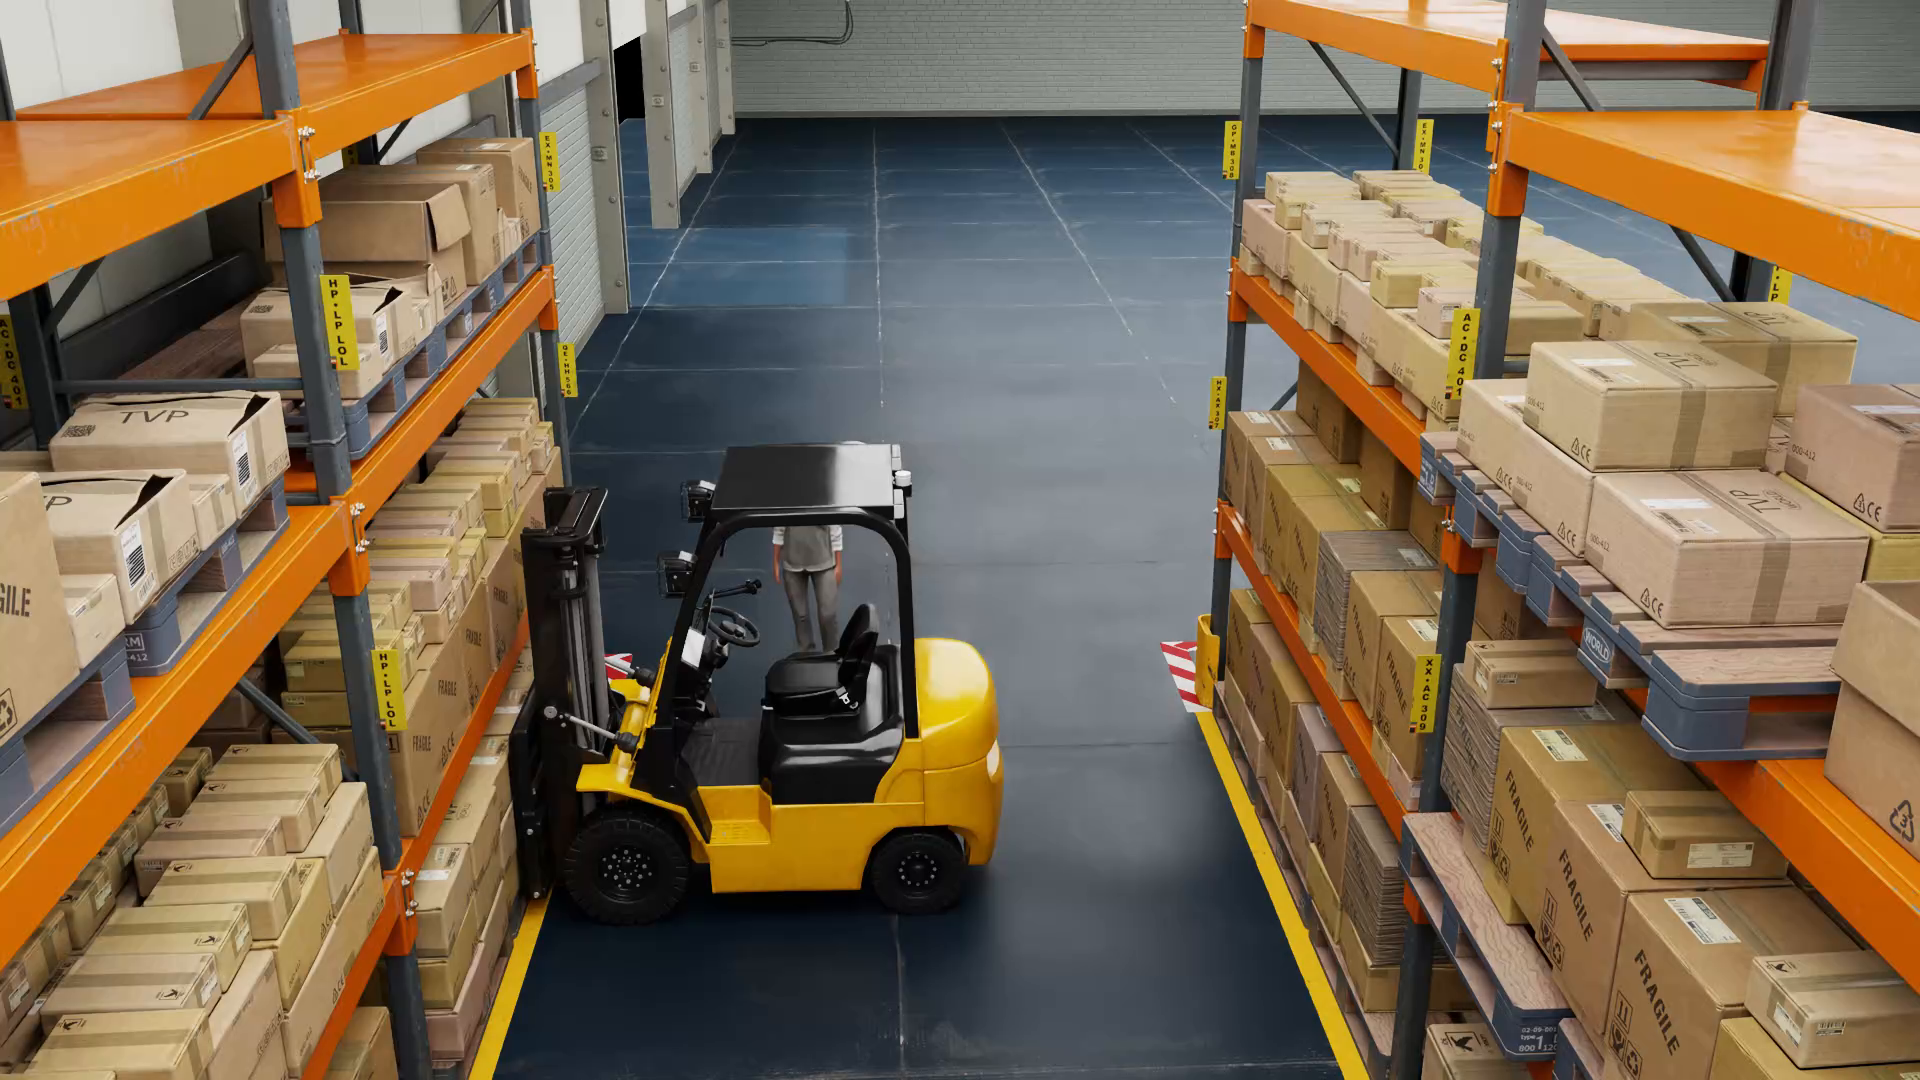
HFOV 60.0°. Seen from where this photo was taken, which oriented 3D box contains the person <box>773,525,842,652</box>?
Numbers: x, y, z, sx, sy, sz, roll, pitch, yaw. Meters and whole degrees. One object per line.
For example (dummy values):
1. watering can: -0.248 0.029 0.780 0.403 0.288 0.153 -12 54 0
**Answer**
1. person: -0.977 0.209 10.581 0.442 1.643 0.422 1 21 4
